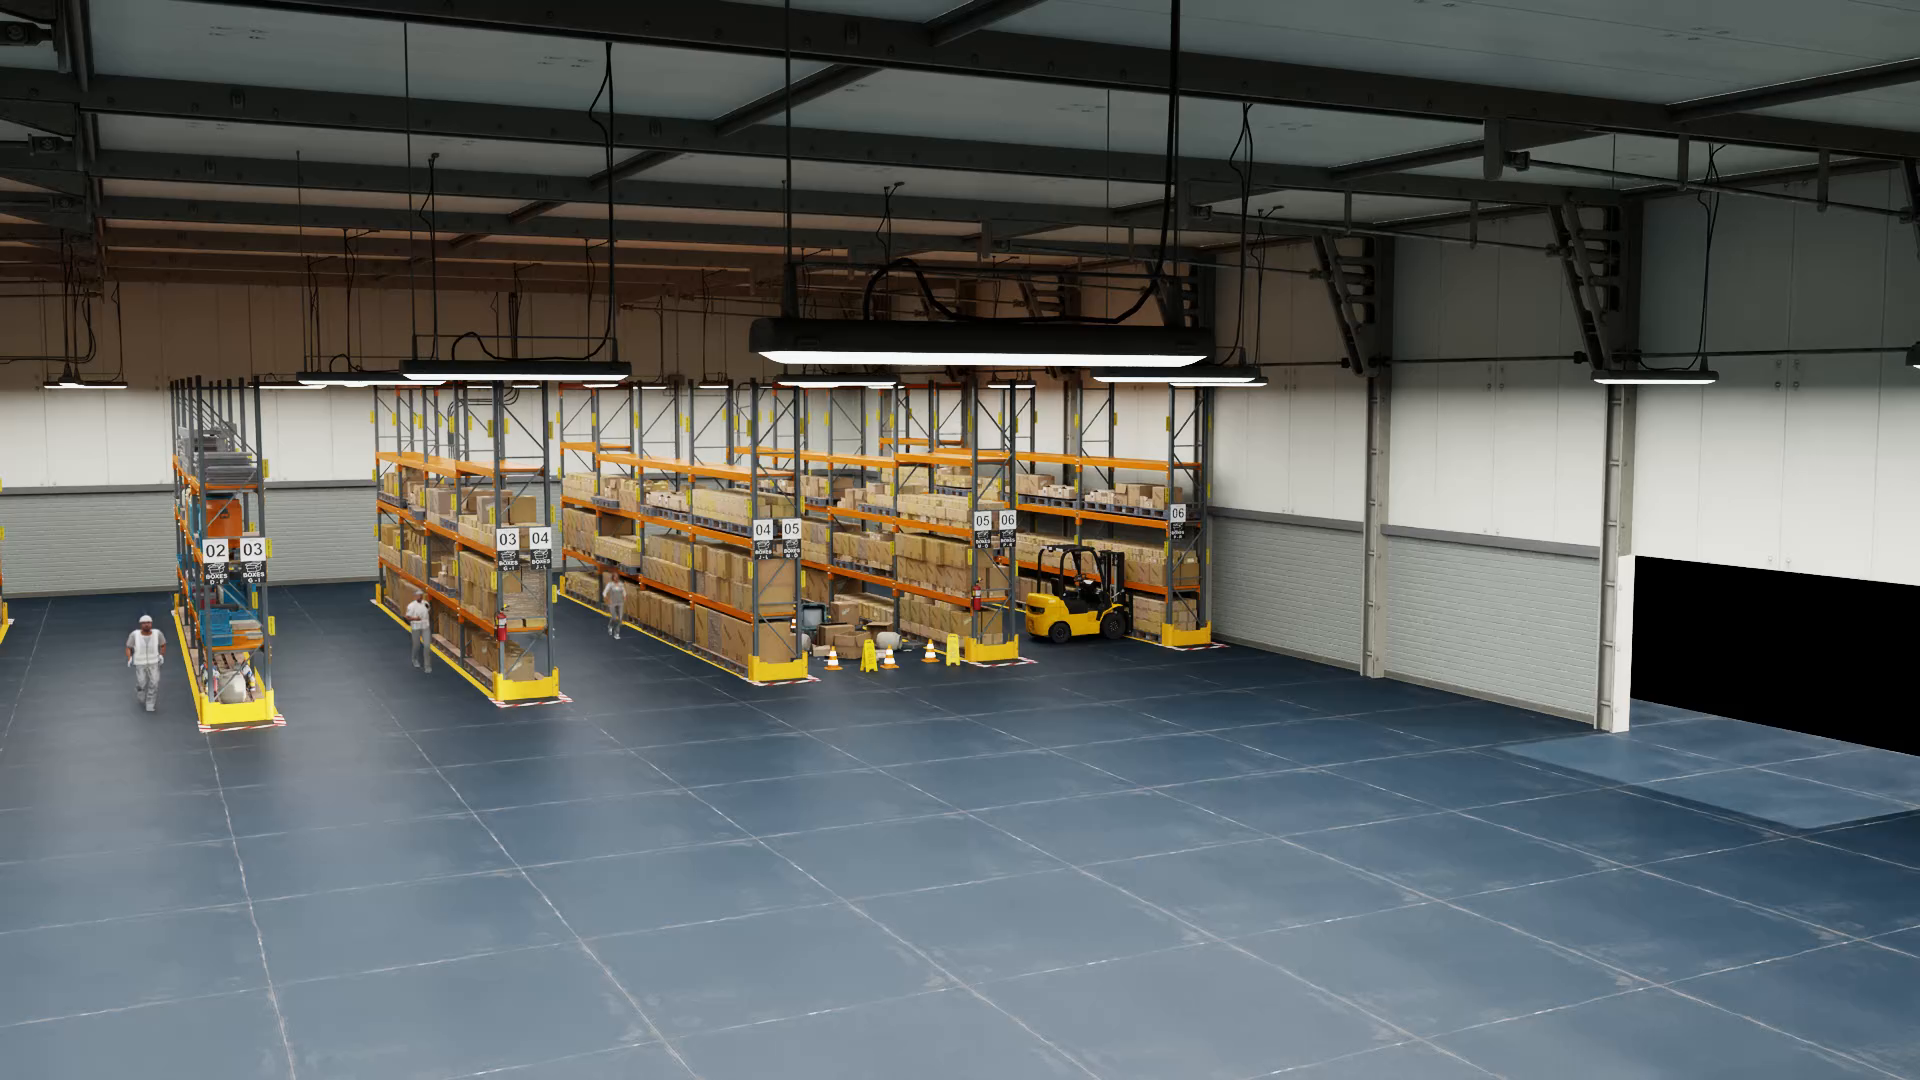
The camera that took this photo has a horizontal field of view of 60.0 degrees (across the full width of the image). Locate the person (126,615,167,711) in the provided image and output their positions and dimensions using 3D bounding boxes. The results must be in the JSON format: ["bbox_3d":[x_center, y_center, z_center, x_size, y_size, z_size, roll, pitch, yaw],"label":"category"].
[{"bbox_3d":[-14.641,2.203,29.950,0.668,1.728,0.639,-3,6,-31],"label":"person"}]

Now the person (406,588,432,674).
[{"bbox_3d":[-11.082,1.843,34.108,0.570,1.739,0.862,-3,6,-31],"label":"person"}]

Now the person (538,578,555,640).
[{"bbox_3d":[-9.785,1.393,38.749,0.705,1.775,0.864,-2,6,-23],"label":"person"}]

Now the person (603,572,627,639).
[{"bbox_3d":[-7.969,1.519,38.552,0.534,1.552,0.553,-3,6,-29],"label":"person"}]
